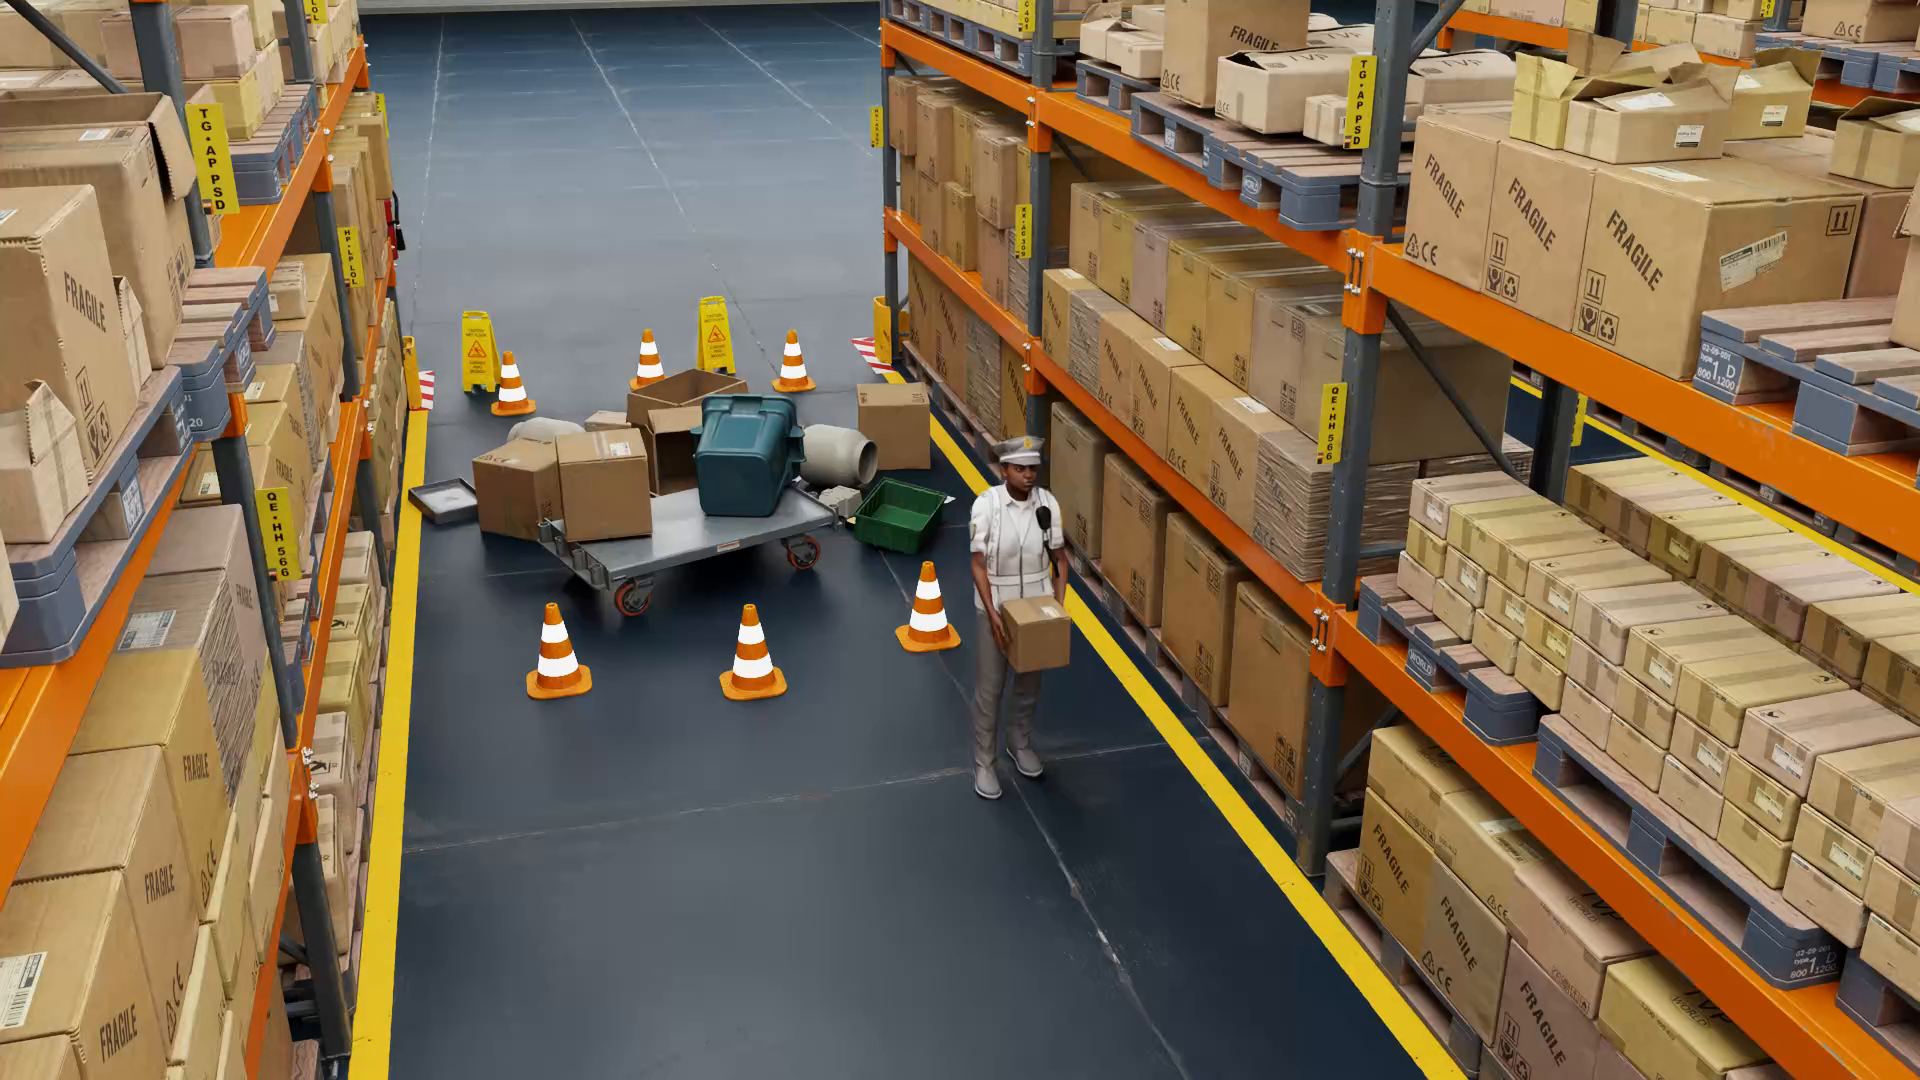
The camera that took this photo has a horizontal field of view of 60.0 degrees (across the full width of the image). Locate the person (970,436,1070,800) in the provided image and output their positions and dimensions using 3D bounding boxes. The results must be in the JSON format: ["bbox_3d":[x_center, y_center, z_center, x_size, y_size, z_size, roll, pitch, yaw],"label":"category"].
[{"bbox_3d":[0.275,0.335,7.750,0.495,1.702,0.489,-6,24,-14],"label":"person"}]
